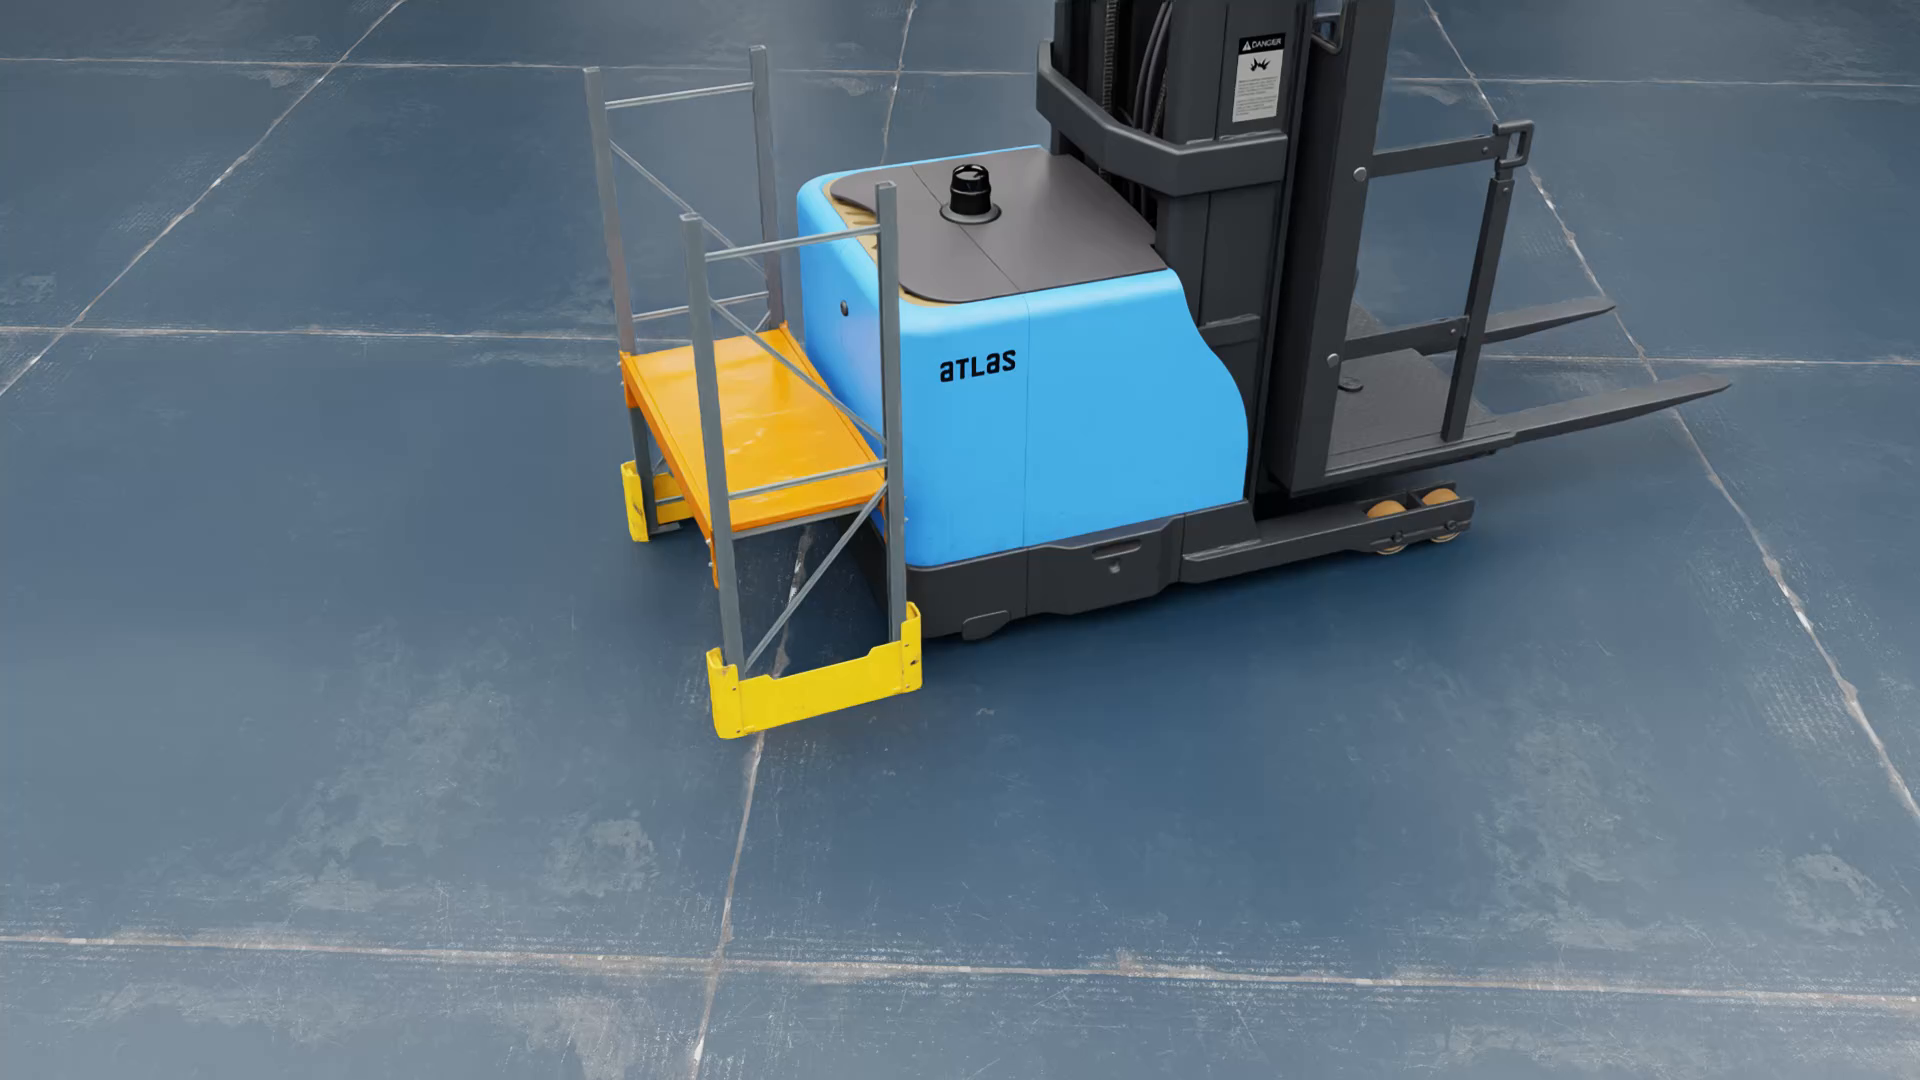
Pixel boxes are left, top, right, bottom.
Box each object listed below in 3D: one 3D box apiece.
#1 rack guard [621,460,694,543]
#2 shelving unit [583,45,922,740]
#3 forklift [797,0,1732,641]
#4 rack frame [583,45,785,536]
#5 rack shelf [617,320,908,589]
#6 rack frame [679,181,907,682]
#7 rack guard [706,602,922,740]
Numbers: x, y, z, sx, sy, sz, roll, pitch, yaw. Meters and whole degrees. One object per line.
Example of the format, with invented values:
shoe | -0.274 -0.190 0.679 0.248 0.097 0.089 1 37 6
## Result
rack guard | -0.767 -0.176 5.283 0.587 0.250 0.087 -13 37 -18
shelving unit | -0.578 -0.422 4.547 0.587 1.500 1.083 -13 37 -18
forklift | 1.077 -1.427 4.731 3.031 2.935 1.130 -12 37 -16
rack frame | -0.768 -0.688 4.924 0.500 1.500 0.032 -13 37 -18
rack shelf | -0.574 -0.270 4.643 0.538 0.185 1.000 -13 37 -18
rack frame | -0.381 -0.147 4.155 0.500 1.500 0.032 -13 37 -18
rack guard | -0.388 0.354 4.529 0.587 0.250 0.087 -13 37 -18
